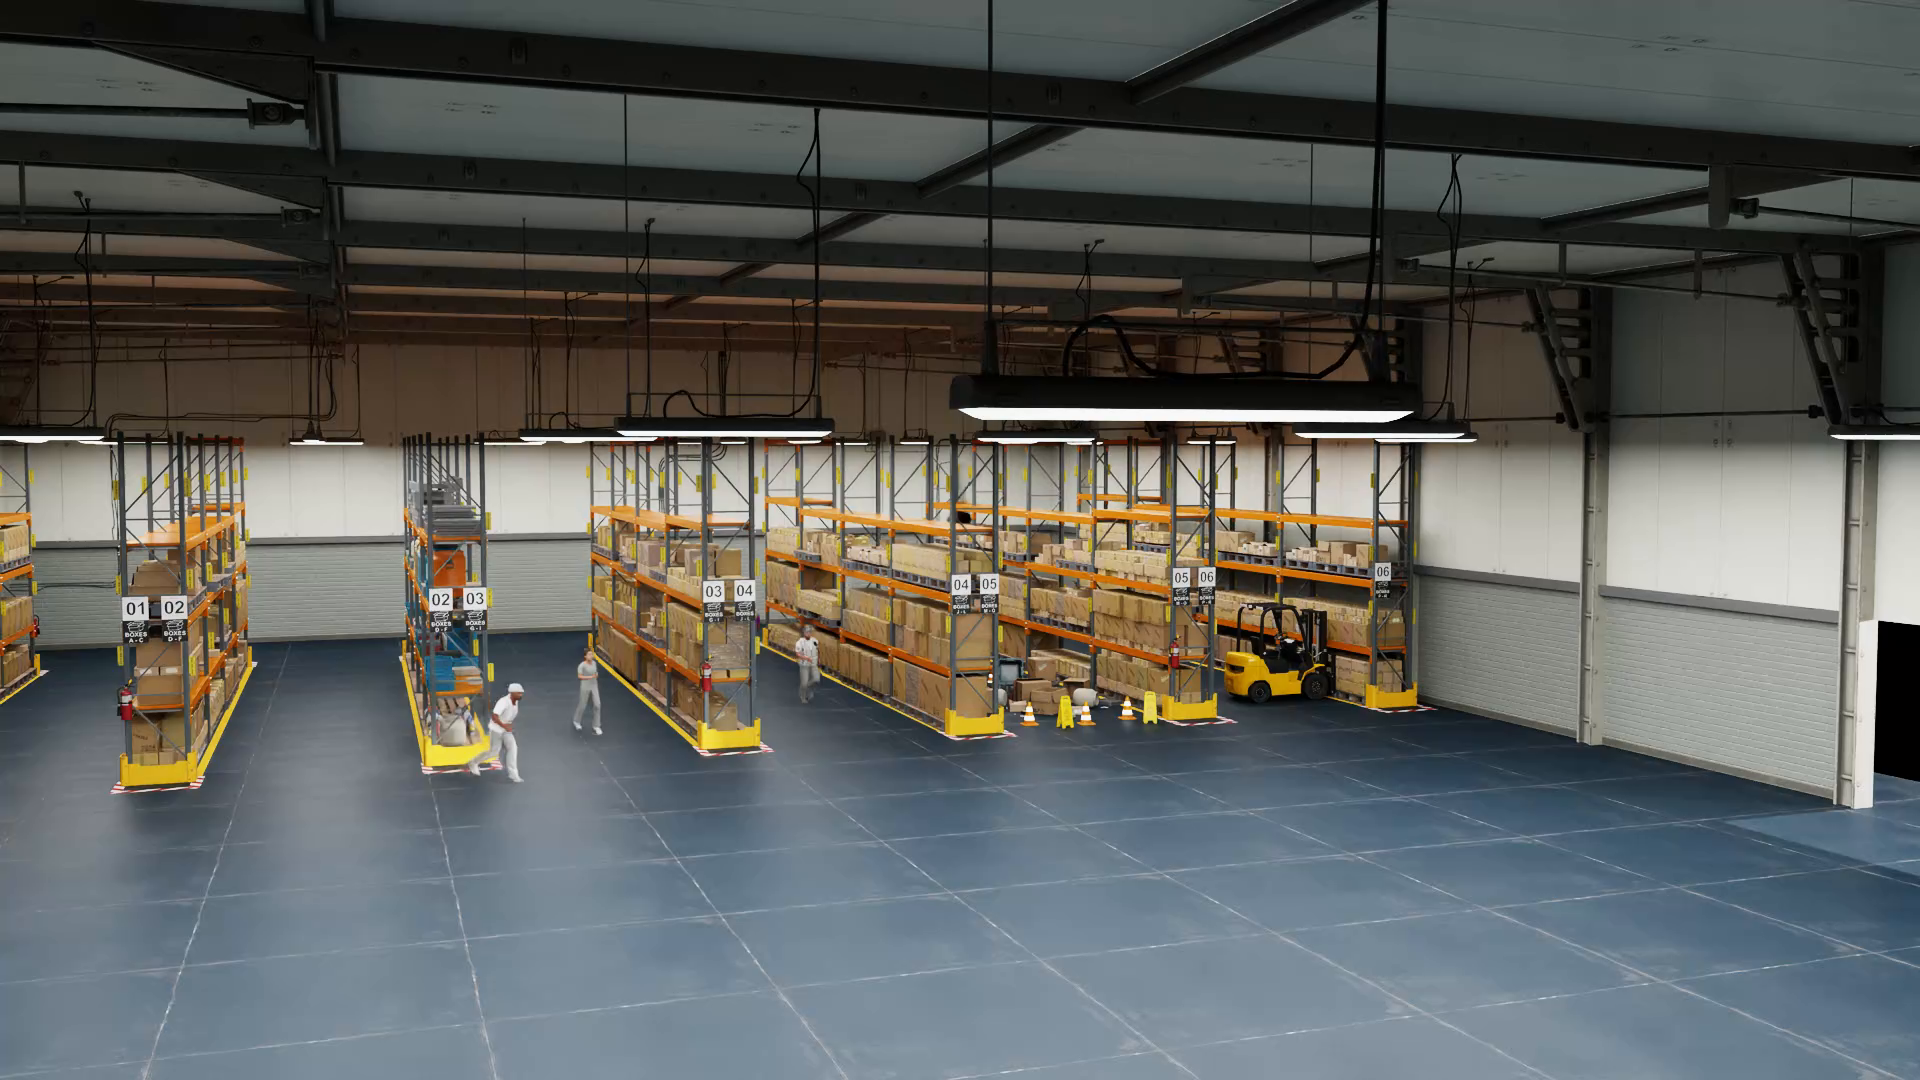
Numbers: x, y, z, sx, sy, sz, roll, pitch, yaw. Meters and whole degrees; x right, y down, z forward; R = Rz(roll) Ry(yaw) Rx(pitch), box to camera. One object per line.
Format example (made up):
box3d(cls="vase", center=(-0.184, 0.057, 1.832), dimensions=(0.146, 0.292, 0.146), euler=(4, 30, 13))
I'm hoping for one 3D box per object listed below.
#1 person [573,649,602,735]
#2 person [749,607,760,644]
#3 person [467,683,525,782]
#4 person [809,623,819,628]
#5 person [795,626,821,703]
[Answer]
box3d(cls="person", center=(-7.472, 3.016, 33.354), dimensions=(0.543, 1.697, 0.909), euler=(-3, 4, -44))
box3d(cls="person", center=(-5.678, 2.489, 44.130), dimensions=(0.734, 1.577, 0.836), euler=(-2, 4, -37))
box3d(cls="person", center=(-7.972, 3.310, 28.604), dimensions=(1.046, 1.712, 0.733), euler=(0, 3, 4))
box3d(cls="person", center=(-4.357, 2.145, 49.666), dimensions=(0.743, 1.784, 0.795), euler=(2, 4, 27))
box3d(cls="person", center=(-3.367, 2.784, 37.247), dimensions=(0.656, 1.749, 0.673), euler=(-2, 4, -28))
